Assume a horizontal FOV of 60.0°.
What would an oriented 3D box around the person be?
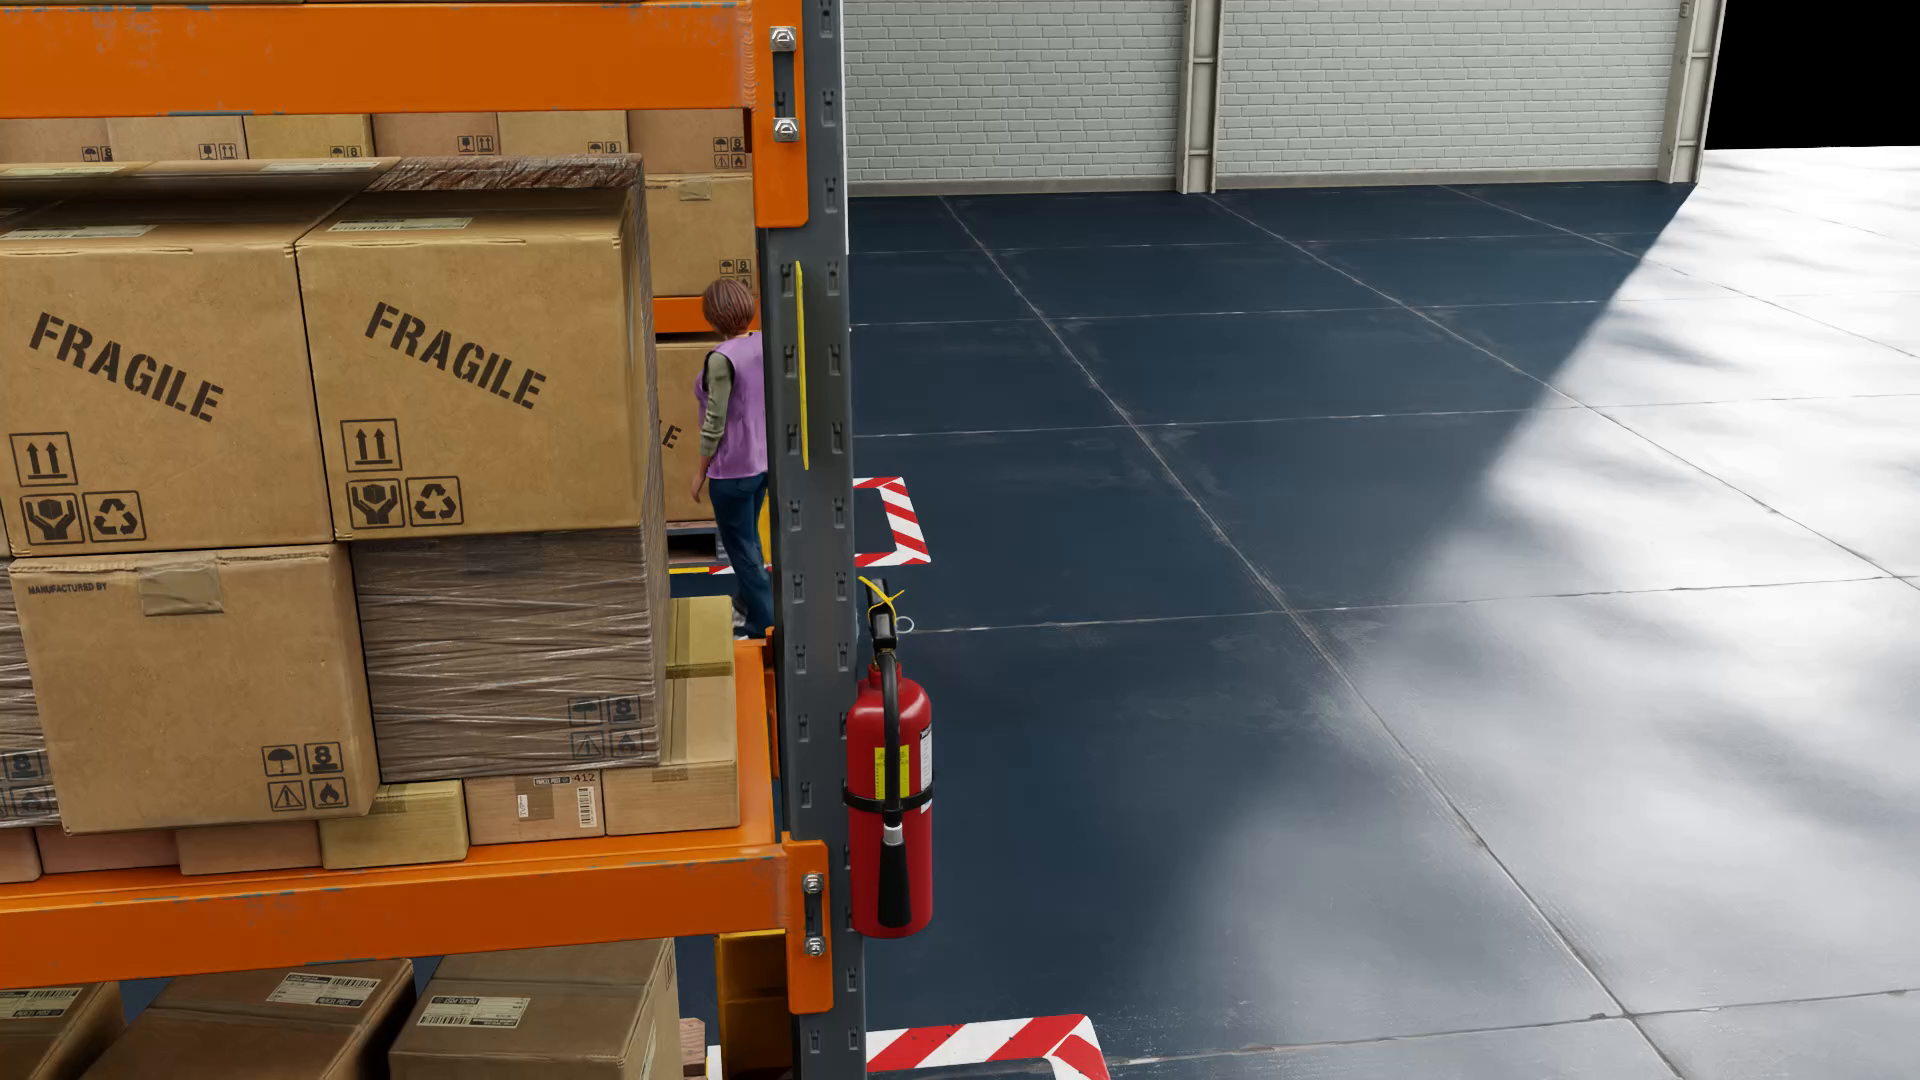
[{"bbox_3d":[-0.936,-0.294,6.864,0.518,1.610,0.473,10,23,26],"label":"person"}]
